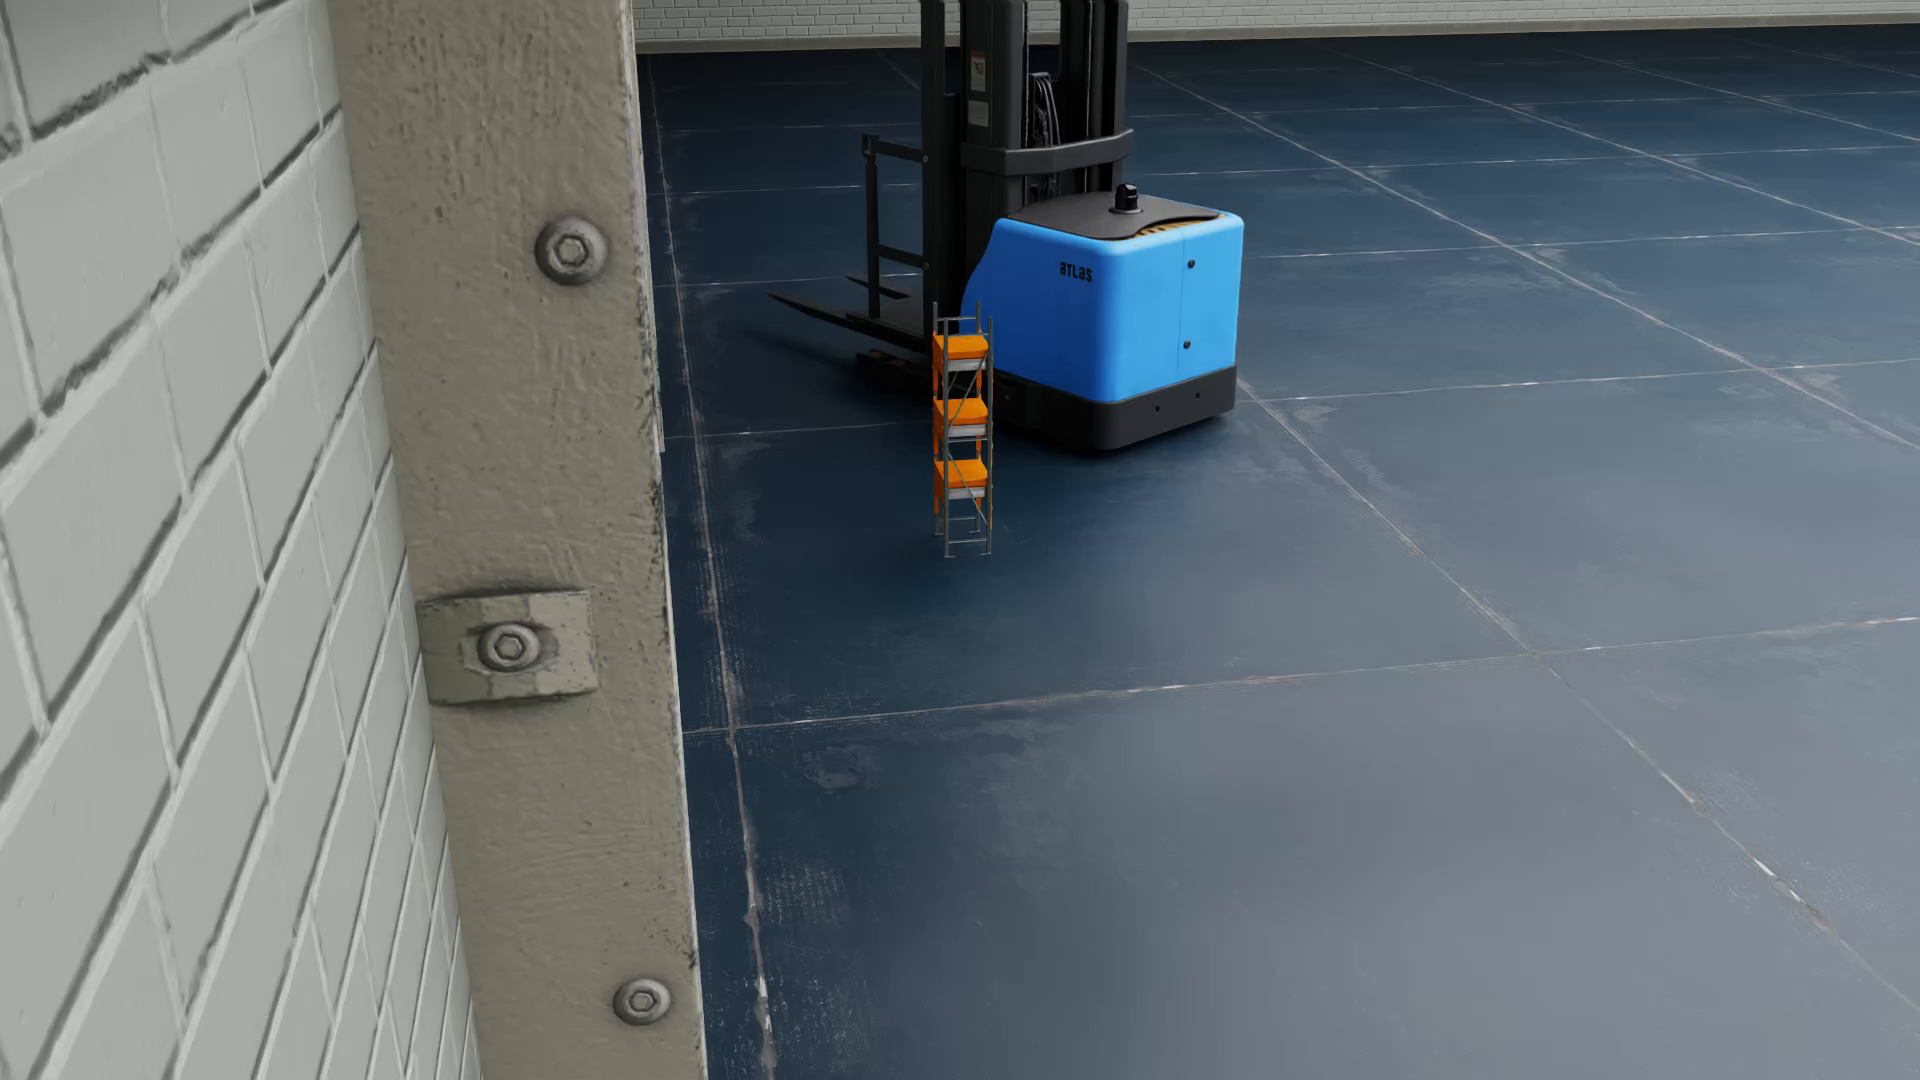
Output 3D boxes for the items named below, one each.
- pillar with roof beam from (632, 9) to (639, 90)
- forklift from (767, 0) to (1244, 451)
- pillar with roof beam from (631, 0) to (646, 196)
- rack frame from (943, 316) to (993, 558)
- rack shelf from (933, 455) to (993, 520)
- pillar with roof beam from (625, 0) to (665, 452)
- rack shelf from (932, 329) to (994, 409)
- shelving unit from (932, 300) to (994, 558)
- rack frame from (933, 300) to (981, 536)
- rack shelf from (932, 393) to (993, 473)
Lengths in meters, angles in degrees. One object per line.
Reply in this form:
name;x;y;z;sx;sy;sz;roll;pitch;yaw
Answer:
pillar with roof beam;0.357;-9.667;18.141;9.100;9.000;0.400;-4;24;-10
forklift;0.076;-2.287;8.825;1.130;2.935;3.031;-20;30;-38
pillar with roof beam;1.467;-7.307;12.738;9.100;9.000;0.400;-4;24;-10
rack frame;0.032;-0.412;6.882;0.200;1.050;0.008;-4;24;-10
rack shelf;0.010;-0.196;7.107;0.215;0.259;0.240;-4;24;-10
pillar with roof beam;2.576;-4.947;7.334;9.100;9.000;0.400;-4;24;-10
rack shelf;0.010;-0.710;6.882;0.215;0.259;0.240;-4;24;-10
shelving unit;0.010;-0.460;6.992;0.215;1.050;0.252;-4;24;-10
rack frame;-0.013;-0.508;7.102;0.200;1.050;0.008;-4;24;-10
rack shelf;0.010;-0.450;6.996;0.215;0.259;0.240;-4;24;-10
